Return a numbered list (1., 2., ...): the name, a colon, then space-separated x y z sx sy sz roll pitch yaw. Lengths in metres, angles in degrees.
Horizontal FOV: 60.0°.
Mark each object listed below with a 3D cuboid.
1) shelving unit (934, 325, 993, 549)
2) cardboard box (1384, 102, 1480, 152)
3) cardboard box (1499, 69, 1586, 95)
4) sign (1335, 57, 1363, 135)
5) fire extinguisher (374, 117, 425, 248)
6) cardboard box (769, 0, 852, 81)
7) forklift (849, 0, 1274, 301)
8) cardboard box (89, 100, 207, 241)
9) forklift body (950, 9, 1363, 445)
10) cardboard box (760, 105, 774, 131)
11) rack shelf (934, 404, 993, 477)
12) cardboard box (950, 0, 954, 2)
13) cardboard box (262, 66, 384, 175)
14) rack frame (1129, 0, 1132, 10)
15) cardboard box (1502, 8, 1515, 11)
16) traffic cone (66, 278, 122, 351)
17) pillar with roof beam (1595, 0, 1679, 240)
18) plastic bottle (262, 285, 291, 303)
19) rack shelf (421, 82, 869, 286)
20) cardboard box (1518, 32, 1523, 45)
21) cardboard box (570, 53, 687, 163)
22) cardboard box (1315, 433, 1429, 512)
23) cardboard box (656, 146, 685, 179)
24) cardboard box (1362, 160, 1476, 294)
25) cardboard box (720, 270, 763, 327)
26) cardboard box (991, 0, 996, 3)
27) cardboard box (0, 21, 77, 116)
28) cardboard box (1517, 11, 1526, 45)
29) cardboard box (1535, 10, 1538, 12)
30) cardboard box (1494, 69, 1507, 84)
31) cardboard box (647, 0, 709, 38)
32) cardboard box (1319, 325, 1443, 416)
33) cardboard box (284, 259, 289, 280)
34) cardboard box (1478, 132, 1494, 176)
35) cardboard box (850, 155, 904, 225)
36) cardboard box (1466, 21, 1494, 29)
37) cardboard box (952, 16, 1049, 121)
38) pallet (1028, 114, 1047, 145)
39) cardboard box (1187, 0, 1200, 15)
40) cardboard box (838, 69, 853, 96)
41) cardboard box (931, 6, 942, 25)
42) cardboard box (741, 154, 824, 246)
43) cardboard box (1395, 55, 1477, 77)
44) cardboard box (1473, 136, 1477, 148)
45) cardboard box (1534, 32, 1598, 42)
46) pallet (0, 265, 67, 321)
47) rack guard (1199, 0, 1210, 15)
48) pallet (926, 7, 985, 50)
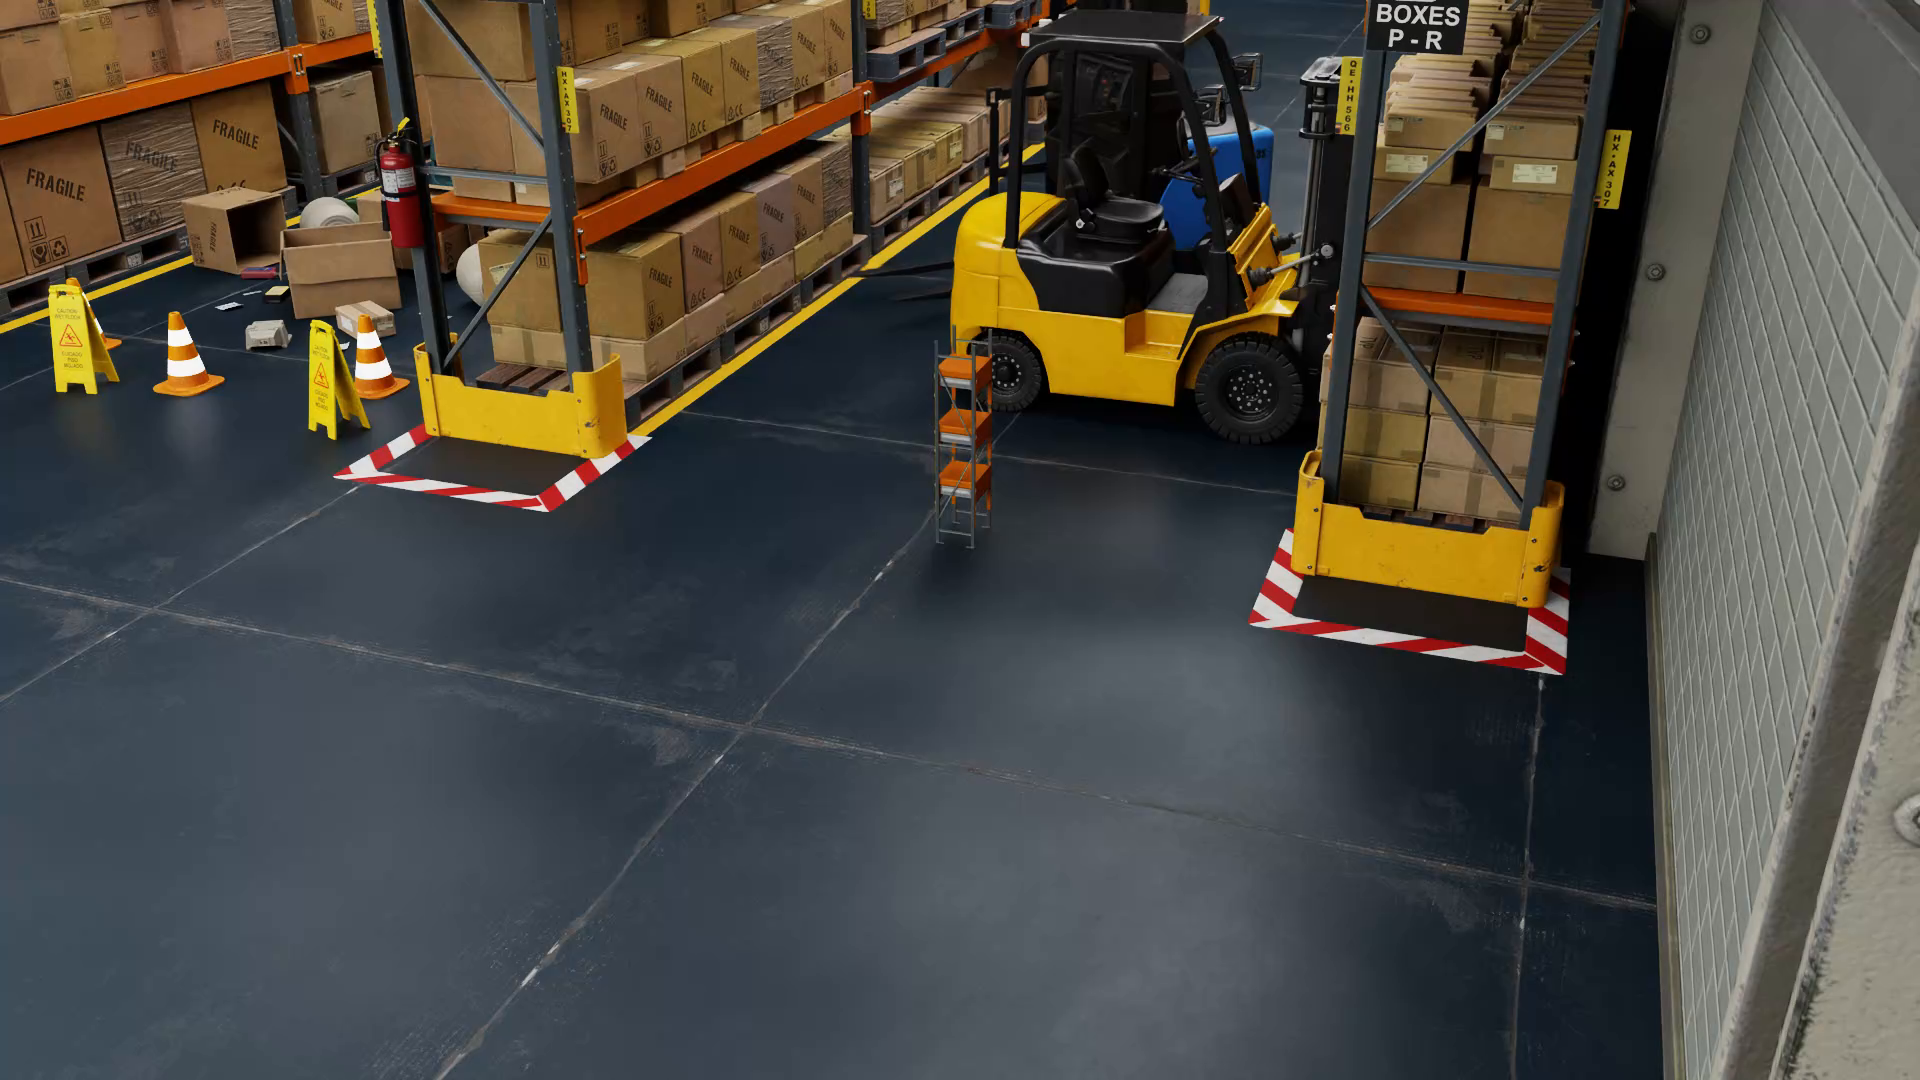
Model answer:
1. shelving unit: 0.018 -0.495 8.067 0.215 1.050 0.252 9 27 17
2. cardboard box: 2.105 -1.844 7.415 0.380 0.149 0.250 9 27 18
3. cardboard box: 2.852 -2.198 8.146 0.380 0.149 0.250 10 27 19
4. sign: 1.678 -1.907 7.147 0.100 0.325 0.005 9 27 17
5. fire extinguisher: -2.970 -1.898 8.818 0.296 0.674 0.183 9 27 17
6. cardboard box: -1.080 -3.517 11.617 0.500 0.500 0.500 8 27 16
7. forklift: 0.713 -3.150 11.393 3.031 2.935 1.130 -13 29 -26
8. cardboard box: -6.439 -2.847 12.644 0.875 0.875 0.875 9 27 18
9. forklift body: 1.095 -1.857 9.617 2.313 2.155 1.214 9 27 17
10. cardboard box: -1.434 -2.749 10.774 0.380 0.149 0.250 8 27 17
11. rack shelf: 0.018 -0.485 8.071 0.215 0.259 0.240 9 27 17
12. cardboard box: -0.235 -4.696 13.569 0.500 0.500 0.500 8 27 15
13. cardboard box: -5.746 -3.678 14.504 1.050 0.750 0.750 9 27 17
14. rack frame: 1.496 -6.845 18.945 1.000 3.000 0.127 9 27 17
15. cardboard box: 3.489 -3.457 11.089 0.380 0.149 0.250 8 27 17
16. traffic cone: -5.683 -1.460 10.735 0.336 0.463 0.334 9 27 17
17. pillar with roof beam: 1.203 -7.141 12.672 9.100 9.000 0.400 9 27 17
18. plastic bottle: -4.833 -1.751 11.796 0.133 0.061 0.283 0 26 -1
19. rack shelf: -1.832 -2.412 10.614 1.077 0.370 4.000 9 27 17
20. cardboard box: 3.926 -3.168 10.949 0.500 0.250 0.500 8 27 17
21. cardboard box: -1.909 -2.460 9.433 0.500 0.500 0.500 10 27 19
22. cardboard box: 2.043 -0.385 8.277 0.500 0.250 0.500 9 27 18
23. cardboard box: -1.826 -2.211 9.662 0.380 0.149 0.250 9 27 18
24. cardboard box: 2.101 -1.480 7.751 0.500 0.500 0.500 8 27 16
25. cardboard box: -1.621 -1.591 10.767 0.500 0.250 0.500 11 28 21
26. cardboard box: 0.124 -4.775 14.477 0.380 0.149 0.250 7 27 15
27. cardboard box: -6.651 -3.257 11.363 0.875 0.550 0.550 9 27 17
28. cardboard box: 3.778 -3.657 11.959 0.500 0.250 0.500 9 27 18
29. cardboard box: 3.974 -3.392 10.954 0.380 0.149 0.250 8 27 16
30. cardboard box: 2.964 -2.523 9.904 0.500 0.500 0.500 9 27 18
31. cardboard box: -1.988 -3.400 10.227 0.700 0.500 0.500 9 27 17
32. cardboard box: 2.044 -0.831 8.050 0.500 0.250 0.500 10 27 19
33. cardboard box: -4.703 -2.029 12.137 0.396 0.266 0.258 14 29 26
34. cardboard box: 2.564 -1.745 7.552 0.380 0.149 0.250 9 27 17
35. cardboard box: -0.994 -2.779 13.082 0.950 0.372 0.625 9 27 18
36. cardboard box: 2.869 -2.904 9.606 0.380 0.149 0.250 9 27 19
37. cardboard box: 0.473 -4.705 16.483 0.875 0.875 0.875 8 27 17
38. pallet: 0.498 -4.259 16.804 1.003 0.211 1.213 9 27 17
39. cardboard box: 2.702 -7.239 22.217 0.875 0.438 0.875 8 27 16
40. cardboard box: -0.986 -3.268 11.845 0.380 0.149 0.250 8 27 17
41. cardboard box: -0.362 -4.244 13.380 0.380 0.149 0.250 9 27 18
42. cardboard box: -1.278 -2.355 11.484 0.500 0.500 0.500 9 27 18
43. cardboard box: 2.435 -2.383 8.529 0.380 0.149 0.250 9 27 18
44. cardboard box: 2.330 -2.022 8.126 0.380 0.149 0.250 9 27 17
45. cardboard box: 3.367 -2.711 9.207 0.380 0.149 0.250 8 27 17
46. pallet: -7.006 -1.675 11.466 1.003 0.211 1.213 9 27 17
47. rack guard: 2.835 -7.373 22.905 1.175 0.500 0.348 9 27 17
48. pallet: -0.455 -4.295 13.899 1.003 0.211 1.213 9 27 17
